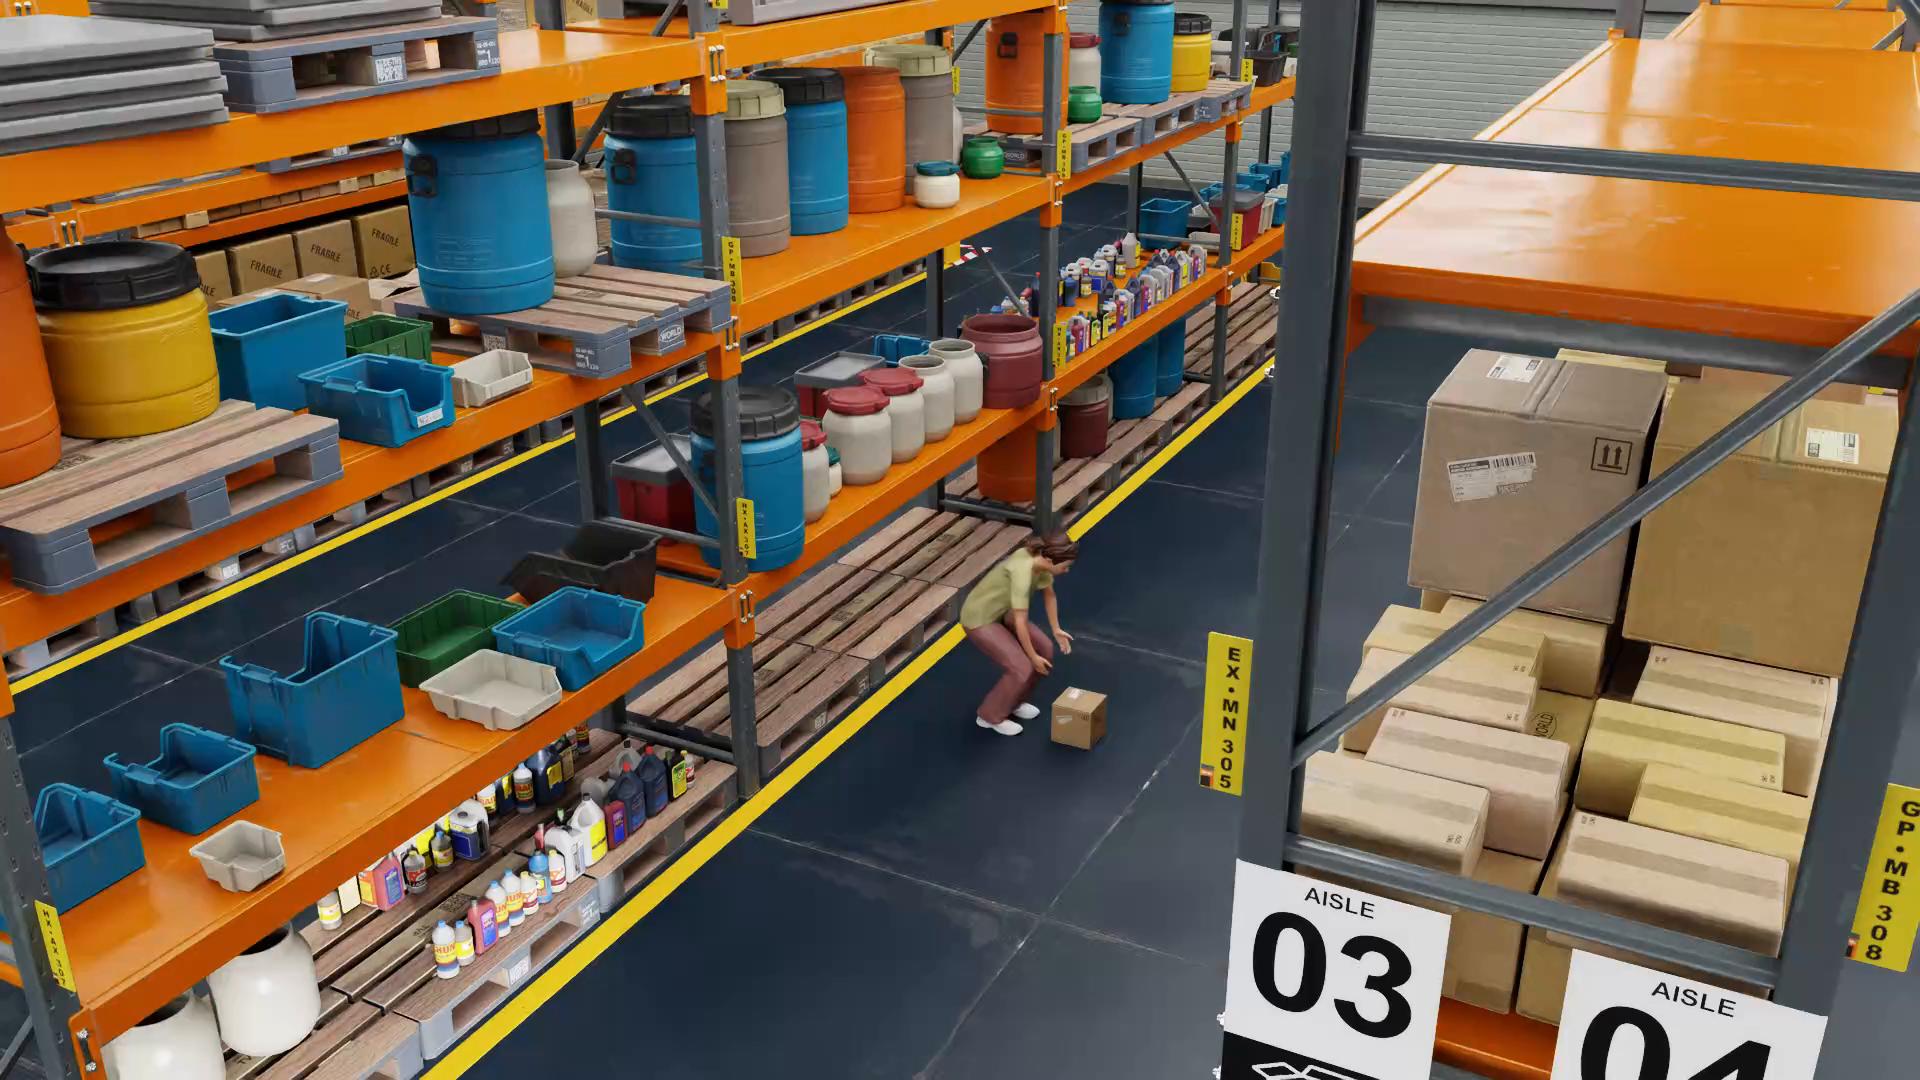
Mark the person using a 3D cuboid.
[{"bbox_3d":[0.361,0.513,9.900,0.695,1.275,0.511,11,25,25],"label":"person"}]
